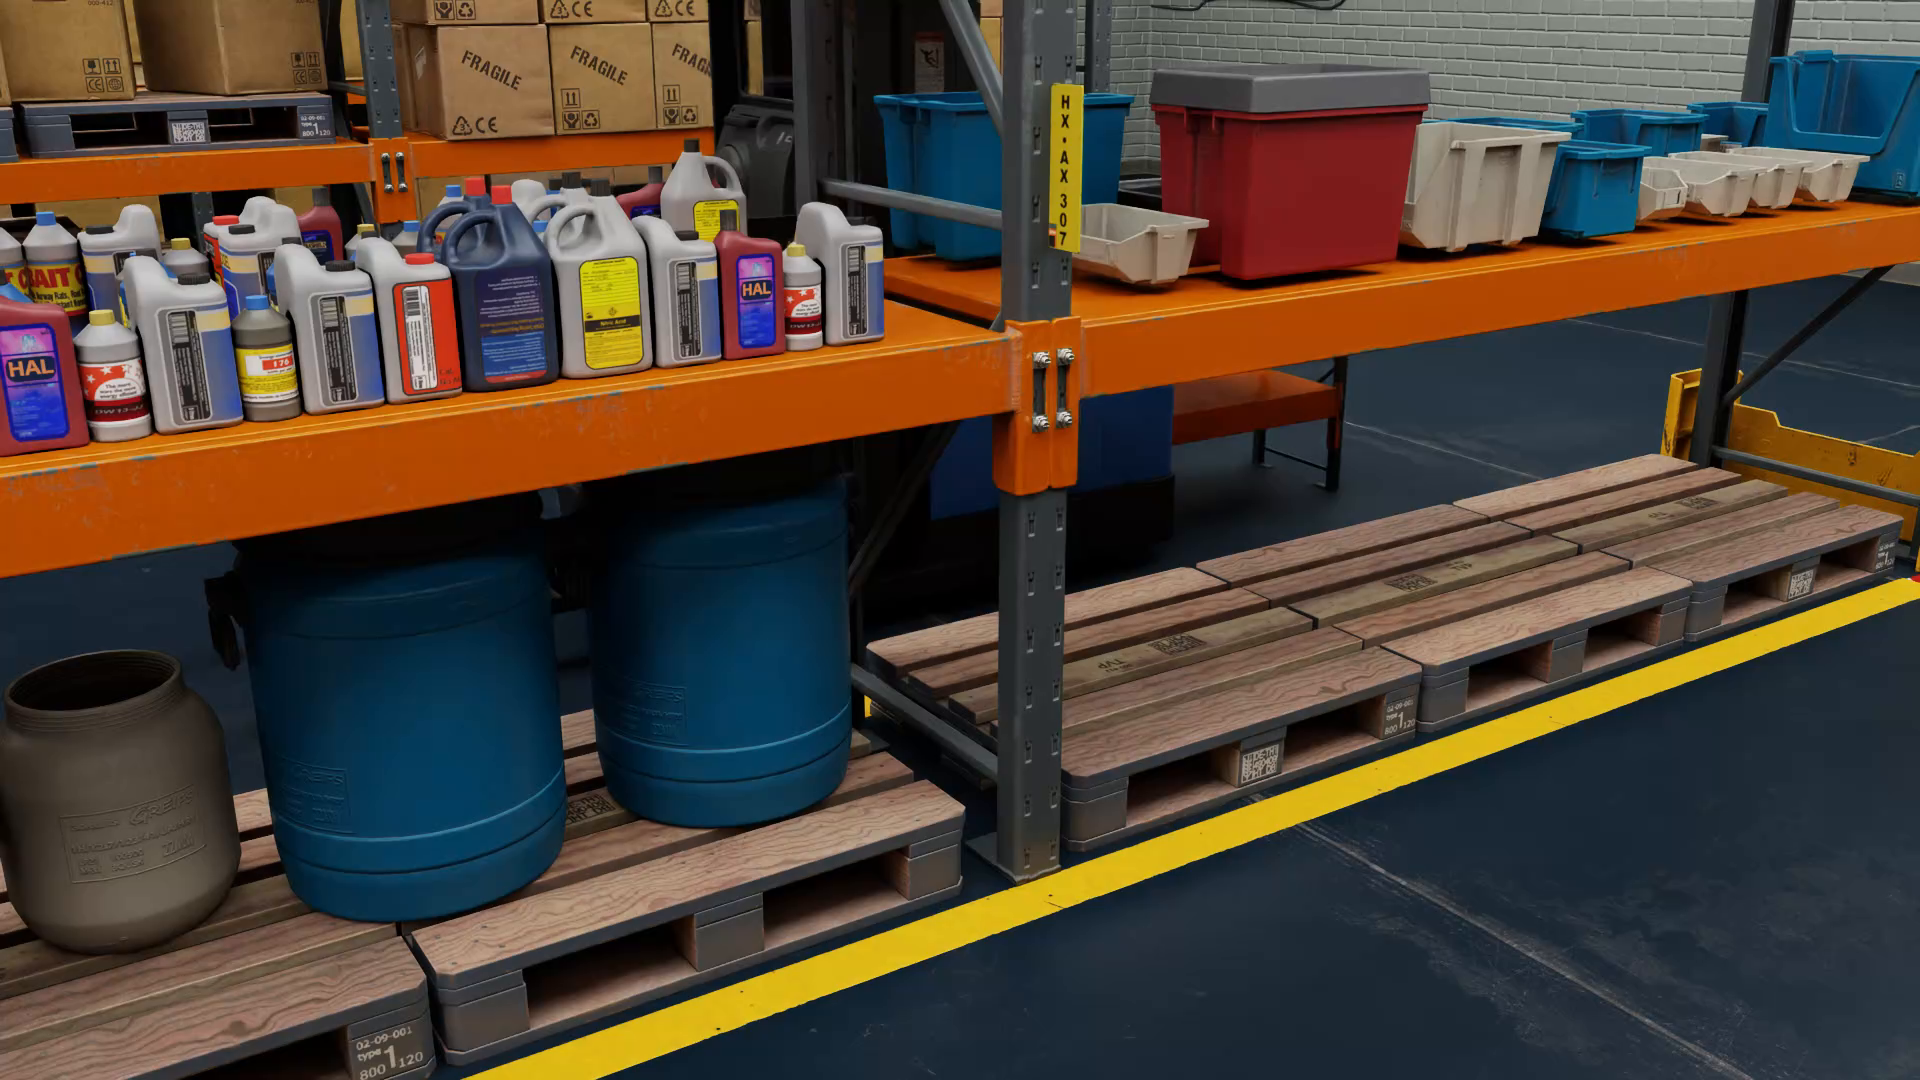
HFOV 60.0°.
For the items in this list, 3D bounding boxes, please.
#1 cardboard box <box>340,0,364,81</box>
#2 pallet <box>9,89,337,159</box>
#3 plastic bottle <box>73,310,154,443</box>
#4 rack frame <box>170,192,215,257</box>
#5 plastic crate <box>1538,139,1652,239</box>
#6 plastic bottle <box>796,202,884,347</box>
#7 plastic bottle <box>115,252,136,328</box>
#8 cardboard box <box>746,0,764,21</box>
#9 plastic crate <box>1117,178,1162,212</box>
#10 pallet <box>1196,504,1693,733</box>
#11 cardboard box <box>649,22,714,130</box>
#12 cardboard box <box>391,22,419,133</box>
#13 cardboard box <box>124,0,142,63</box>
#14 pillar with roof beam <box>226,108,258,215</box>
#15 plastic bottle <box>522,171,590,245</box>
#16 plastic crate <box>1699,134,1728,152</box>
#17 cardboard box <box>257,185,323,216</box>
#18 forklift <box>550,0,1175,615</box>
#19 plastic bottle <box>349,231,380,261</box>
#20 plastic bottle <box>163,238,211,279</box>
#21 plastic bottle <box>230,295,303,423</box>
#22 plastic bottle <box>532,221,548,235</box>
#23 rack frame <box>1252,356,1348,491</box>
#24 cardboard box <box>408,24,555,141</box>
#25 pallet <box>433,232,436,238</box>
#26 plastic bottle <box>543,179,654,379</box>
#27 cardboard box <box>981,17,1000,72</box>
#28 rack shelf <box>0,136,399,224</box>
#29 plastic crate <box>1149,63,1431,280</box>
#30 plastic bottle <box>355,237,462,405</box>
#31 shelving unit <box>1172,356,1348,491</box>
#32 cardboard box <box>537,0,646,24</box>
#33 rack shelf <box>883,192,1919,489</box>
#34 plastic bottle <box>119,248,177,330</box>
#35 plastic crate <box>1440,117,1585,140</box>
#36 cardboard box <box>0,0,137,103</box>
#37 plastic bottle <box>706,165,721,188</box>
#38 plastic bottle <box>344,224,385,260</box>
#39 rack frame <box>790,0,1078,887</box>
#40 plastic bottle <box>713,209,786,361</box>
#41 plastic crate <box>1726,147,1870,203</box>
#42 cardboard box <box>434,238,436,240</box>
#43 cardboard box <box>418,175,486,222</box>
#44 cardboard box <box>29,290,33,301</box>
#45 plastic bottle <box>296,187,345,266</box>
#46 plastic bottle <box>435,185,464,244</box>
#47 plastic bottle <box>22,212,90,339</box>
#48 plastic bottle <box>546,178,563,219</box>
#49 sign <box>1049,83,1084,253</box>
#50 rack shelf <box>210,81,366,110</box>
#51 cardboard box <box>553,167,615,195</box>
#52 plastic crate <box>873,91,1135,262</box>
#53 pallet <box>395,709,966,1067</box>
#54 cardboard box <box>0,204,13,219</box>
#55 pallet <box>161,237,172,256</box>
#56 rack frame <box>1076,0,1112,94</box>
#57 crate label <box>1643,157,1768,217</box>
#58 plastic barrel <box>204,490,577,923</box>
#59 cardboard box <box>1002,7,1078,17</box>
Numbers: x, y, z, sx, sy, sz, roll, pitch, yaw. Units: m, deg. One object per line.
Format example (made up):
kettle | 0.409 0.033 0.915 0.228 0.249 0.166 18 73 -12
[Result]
cardboard box | -4.463 -3.771 12.246 0.700 0.700 0.980 -13 22 -33
pallet | -3.538 -1.883 7.432 1.213 0.211 1.003 -12 22 -31
plastic bottle | -1.355 -0.265 2.654 0.097 0.201 0.097 0 19 0
rack frame | -5.538 -3.410 11.648 0.127 3.000 1.000 -12 22 -31
plastic crate | 1.677 -0.984 4.638 0.300 0.233 0.416 -12 22 -31
plastic bottle | -0.240 -0.546 3.369 0.135 0.276 0.152 -12 22 -31
plastic bottle | -1.568 -0.452 3.210 0.097 0.201 0.097 0 19 0
cardboard box | -0.971 -2.887 8.384 0.500 0.500 0.500 -11 22 -30
plastic crate | 0.698 -0.927 4.640 0.590 0.125 0.437 -12 22 -31
pallet | 1.524 0.205 5.310 1.213 0.211 1.003 -12 22 -31
cardboard box | -1.390 -2.329 8.293 0.500 0.500 0.500 -12 22 -32
cardboard box | -2.534 -2.290 8.178 0.500 0.500 0.500 -11 22 -31
cardboard box | -5.785 -3.459 11.141 0.500 0.500 0.500 -12 22 -32
pillar with roof beam | -3.061 -5.455 8.330 0.400 9.000 9.100 -12 22 -31
plastic bottle | -0.756 -0.526 3.194 0.185 0.351 0.144 -12 22 -31
plastic crate | 2.551 -1.378 5.957 0.298 0.136 0.250 -12 22 -31
cardboard box | -4.857 -2.529 12.290 0.500 0.500 0.700 -12 22 -31
forklift | -0.749 -1.220 5.278 3.031 2.935 1.130 -11 22 -30
plastic bottle | -1.051 -0.420 3.005 0.097 0.271 0.097 0 19 0
plastic bottle | -1.570 -0.510 3.381 0.097 0.201 0.097 0 19 0
plastic bottle | -1.161 -0.306 2.775 0.097 0.201 0.097 0 19 0
plastic bottle | -0.907 -0.592 3.622 0.097 0.201 0.097 0 19 0
rack frame | 1.415 -0.804 6.866 0.032 1.125 0.500 -11 22 -30
cardboard box | -2.235 -2.150 7.765 0.500 0.500 0.500 -11 22 -30
pallet | -3.840 -2.418 13.069 1.213 0.211 1.003 -12 22 -31
plastic bottle | -0.677 -0.487 3.080 0.185 0.351 0.144 -12 22 -31
cardboard box | -0.125 -2.594 9.077 0.500 0.500 0.500 -12 22 -31
rack shelf | -4.481 -1.393 6.804 4.000 0.370 1.077 -12 22 -31
plastic crate | 0.795 -0.909 4.057 0.583 0.464 0.402 -12 22 -31
plastic bottle | -0.967 -0.392 2.916 0.135 0.276 0.152 -12 22 -31
shelving unit | 0.981 -0.719 6.615 1.048 1.125 0.538 -11 22 -30
cardboard box | -1.831 -2.706 7.847 0.500 0.500 0.500 -13 22 -33
rack shelf | 1.581 -0.772 4.967 4.000 0.370 1.077 -12 22 -31
plastic bottle | -1.357 -0.356 2.814 0.097 0.271 0.097 0 19 0
plastic crate | 1.765 -1.227 5.357 0.300 0.233 0.416 -12 22 -31
cardboard box | -3.868 -2.170 7.169 0.500 0.500 0.700 -8 20 -23
plastic bottle | -0.630 -0.754 3.975 0.133 0.283 0.061 -12 22 -31
plastic bottle | -1.265 -0.575 3.571 0.097 0.201 0.097 0 19 0
rack frame | -0.089 -0.760 3.810 0.127 3.000 1.000 -12 22 -31
plastic bottle | -0.409 -0.496 3.211 0.133 0.283 0.061 -12 22 -31
plastic crate | 2.670 -1.176 5.358 0.243 0.136 0.396 -12 22 -31
cardboard box | -2.490 -1.286 8.582 0.500 0.500 0.500 -12 22 -31
cardboard box | -4.006 -2.707 12.815 0.500 0.500 0.700 -11 22 -30
cardboard box | -3.901 -0.773 7.065 0.500 0.500 0.500 -12 22 -31
plastic bottle | -1.372 -0.598 3.512 0.133 0.283 0.061 -12 22 -31
plastic bottle | -1.103 -0.642 3.661 0.097 0.271 0.097 0 19 0
plastic bottle | -1.764 -0.503 3.249 0.097 0.271 0.097 0 19 0
plastic bottle | -0.909 -0.683 3.782 0.097 0.271 0.097 0 19 0
sign | 0.212 -0.744 3.329 0.005 0.325 0.100 -12 22 -31
rack shelf | -3.867 -3.422 12.805 4.000 0.370 1.077 -12 22 -31
cardboard box | -3.145 -2.891 13.361 0.500 0.500 0.700 -12 22 -32
plastic crate | 0.113 -0.955 4.316 0.575 0.384 0.392 -12 22 -31
pallet | -0.756 0.686 3.887 1.213 0.211 1.003 -12 22 -31
cardboard box | -6.750 -2.284 11.018 0.750 0.750 0.750 -11 22 -30
pallet | -6.141 -1.933 11.633 1.213 0.211 1.003 -12 22 -31
rack frame | 0.530 -2.790 9.815 0.127 3.000 1.000 -12 22 -31
crate label | 2.201 -1.073 5.054 0.243 0.136 0.396 -12 22 -31
plastic barrel | -1.144 0.251 3.440 0.708 0.901 0.600 -12 22 -31
cardboard box | 0.310 -3.159 9.189 0.500 0.500 0.500 -12 22 -32
